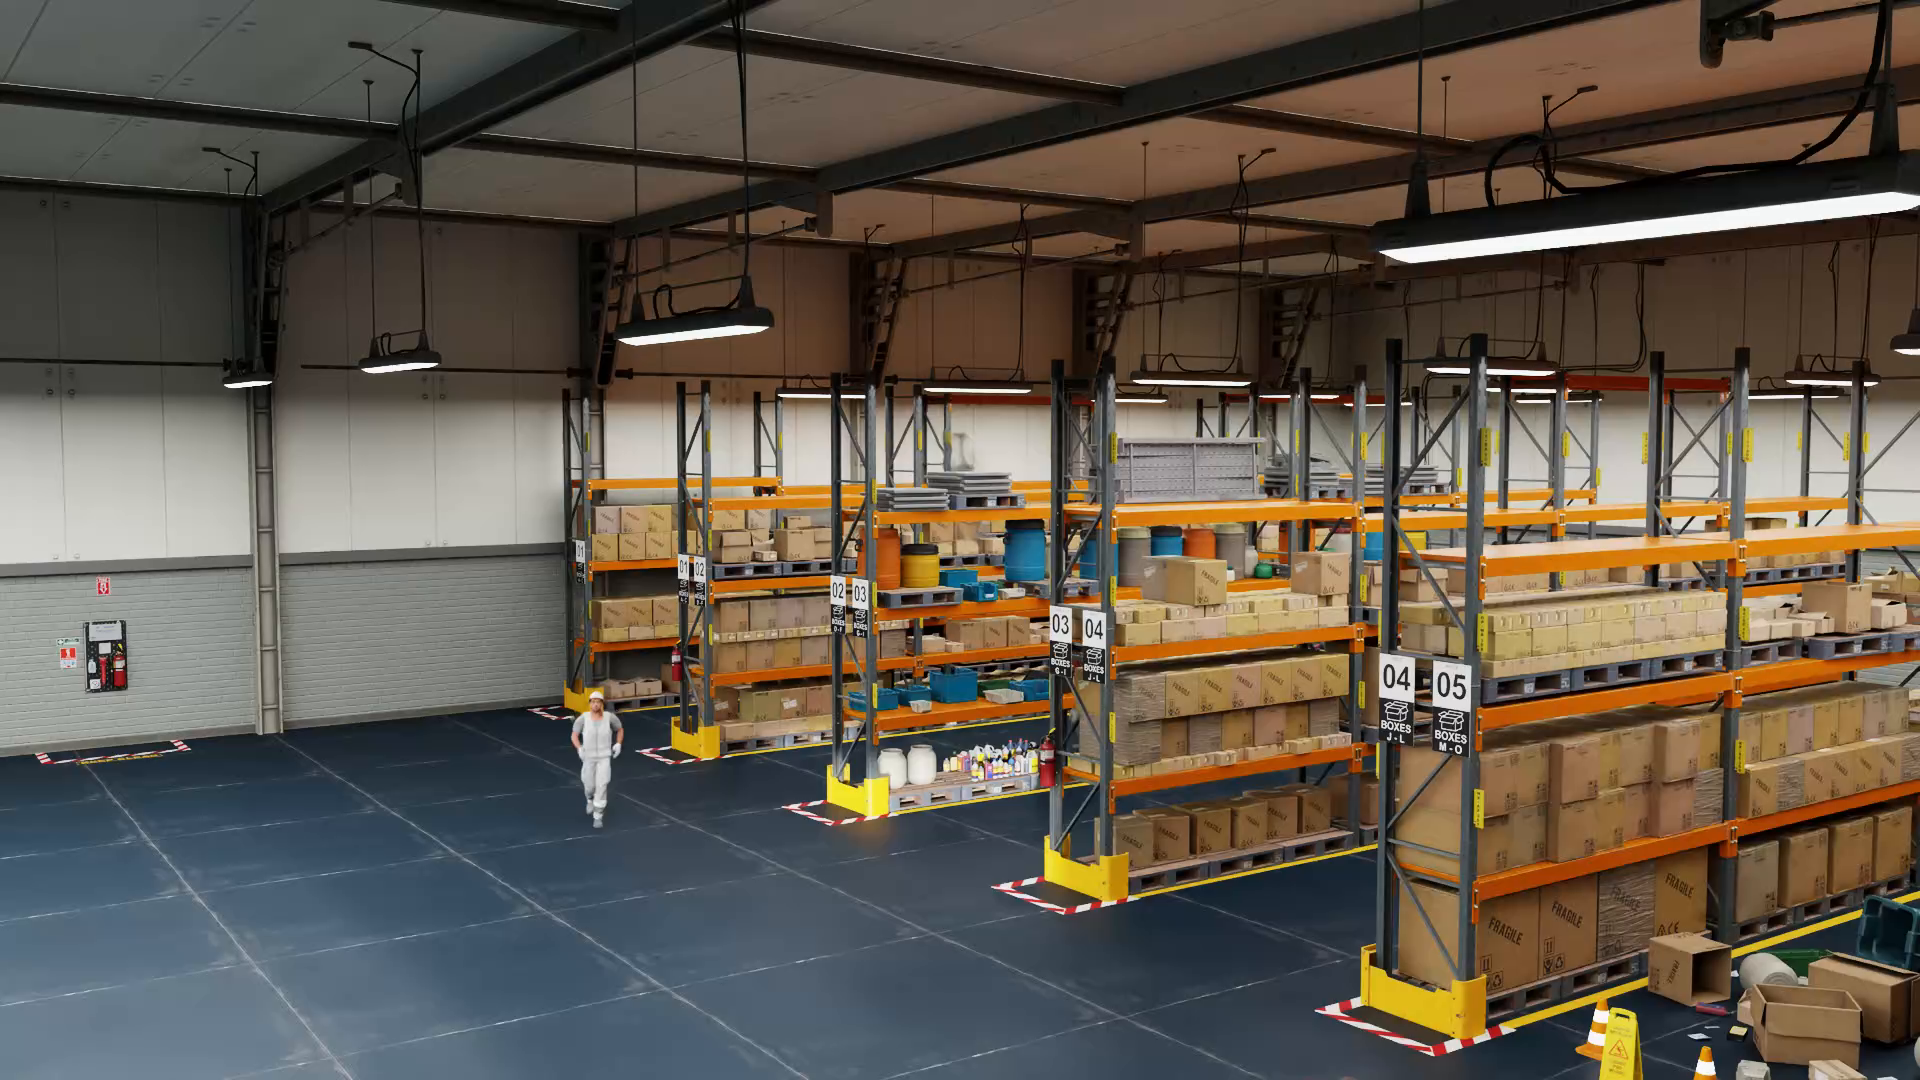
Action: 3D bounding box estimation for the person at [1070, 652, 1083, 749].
[{"bbox_3d":[1.983,2.594,27.262,0.547,1.656,0.653,-2,4,-31],"label":"person"}]

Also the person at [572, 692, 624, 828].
[{"bbox_3d":[-4.791,2.876,22.021,0.683,1.771,0.717,-1,4,-11],"label":"person"}]
